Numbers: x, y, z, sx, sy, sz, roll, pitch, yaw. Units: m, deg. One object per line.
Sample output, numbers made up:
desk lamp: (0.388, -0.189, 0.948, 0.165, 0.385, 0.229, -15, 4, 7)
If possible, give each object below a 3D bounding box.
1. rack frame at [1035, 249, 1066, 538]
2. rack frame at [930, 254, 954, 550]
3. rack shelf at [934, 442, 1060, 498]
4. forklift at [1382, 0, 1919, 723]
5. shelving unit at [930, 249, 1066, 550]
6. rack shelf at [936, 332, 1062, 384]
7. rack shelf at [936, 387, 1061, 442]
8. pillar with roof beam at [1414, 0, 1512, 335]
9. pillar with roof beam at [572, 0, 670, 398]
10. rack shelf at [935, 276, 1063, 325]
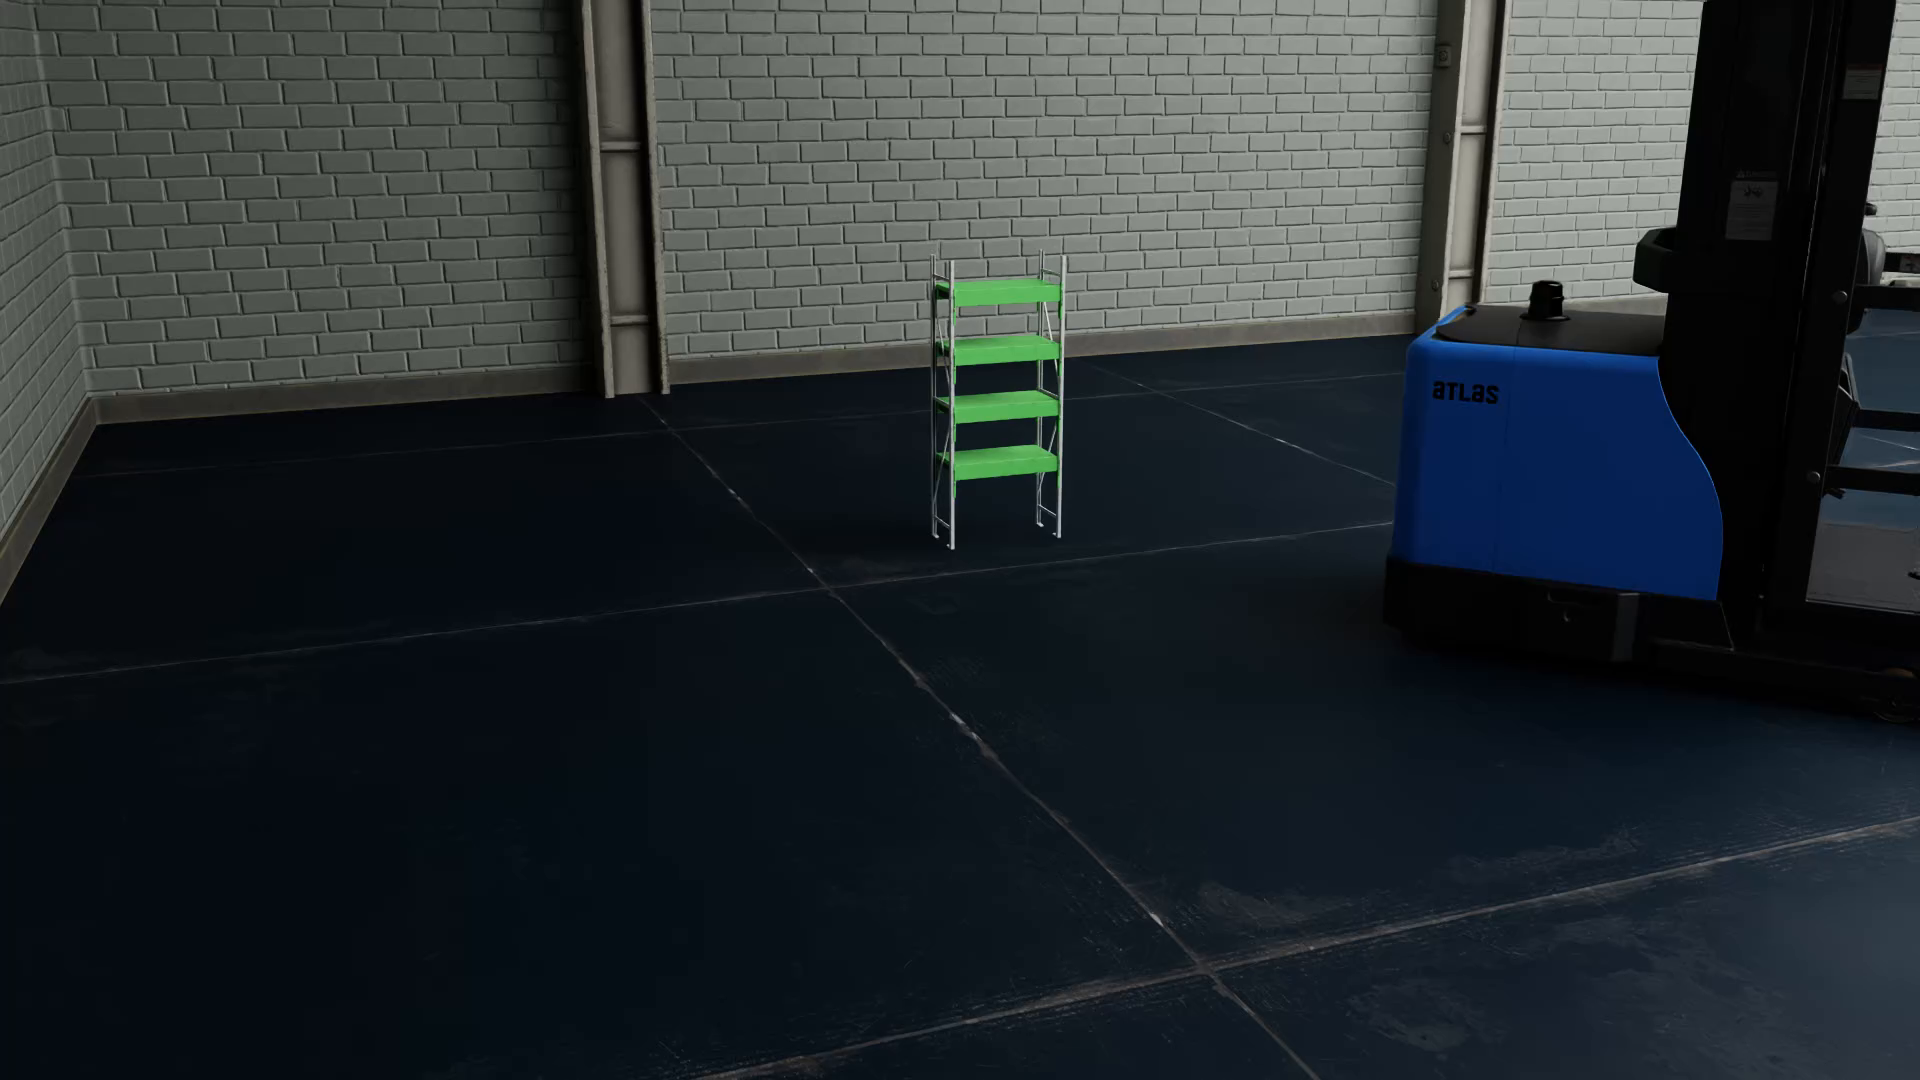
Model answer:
rack frame: (0.382, -0.617, 7.070, 0.015, 1.200, 0.240, -6, 17, -20)
rack frame: (-0.073, -0.568, 6.902, 0.015, 1.200, 0.240, -6, 17, -20)
rack shelf: (0.155, -0.301, 7.072, 0.480, 0.148, 0.258, -6, 17, -20)
forklift: (3.051, -0.985, 5.251, 3.031, 2.935, 1.130, 8, 18, 25)
shelving unit: (0.155, -0.592, 6.986, 0.503, 1.200, 0.258, -6, 17, -20)
rack shelf: (0.155, -0.761, 6.936, 0.480, 0.148, 0.258, -6, 17, -20)
rack shelf: (0.155, -0.531, 7.004, 0.480, 0.148, 0.258, -6, 17, -20)
pillar with roof beam: (5.136, -4.704, 7.144, 0.400, 9.000, 9.100, -6, 17, -20)
pillar with roof beam: (-0.467, -4.099, 5.084, 0.400, 9.000, 9.100, -6, 17, -20)
rack shelf: (0.155, -0.992, 6.869, 0.480, 0.148, 0.258, -6, 17, -20)
